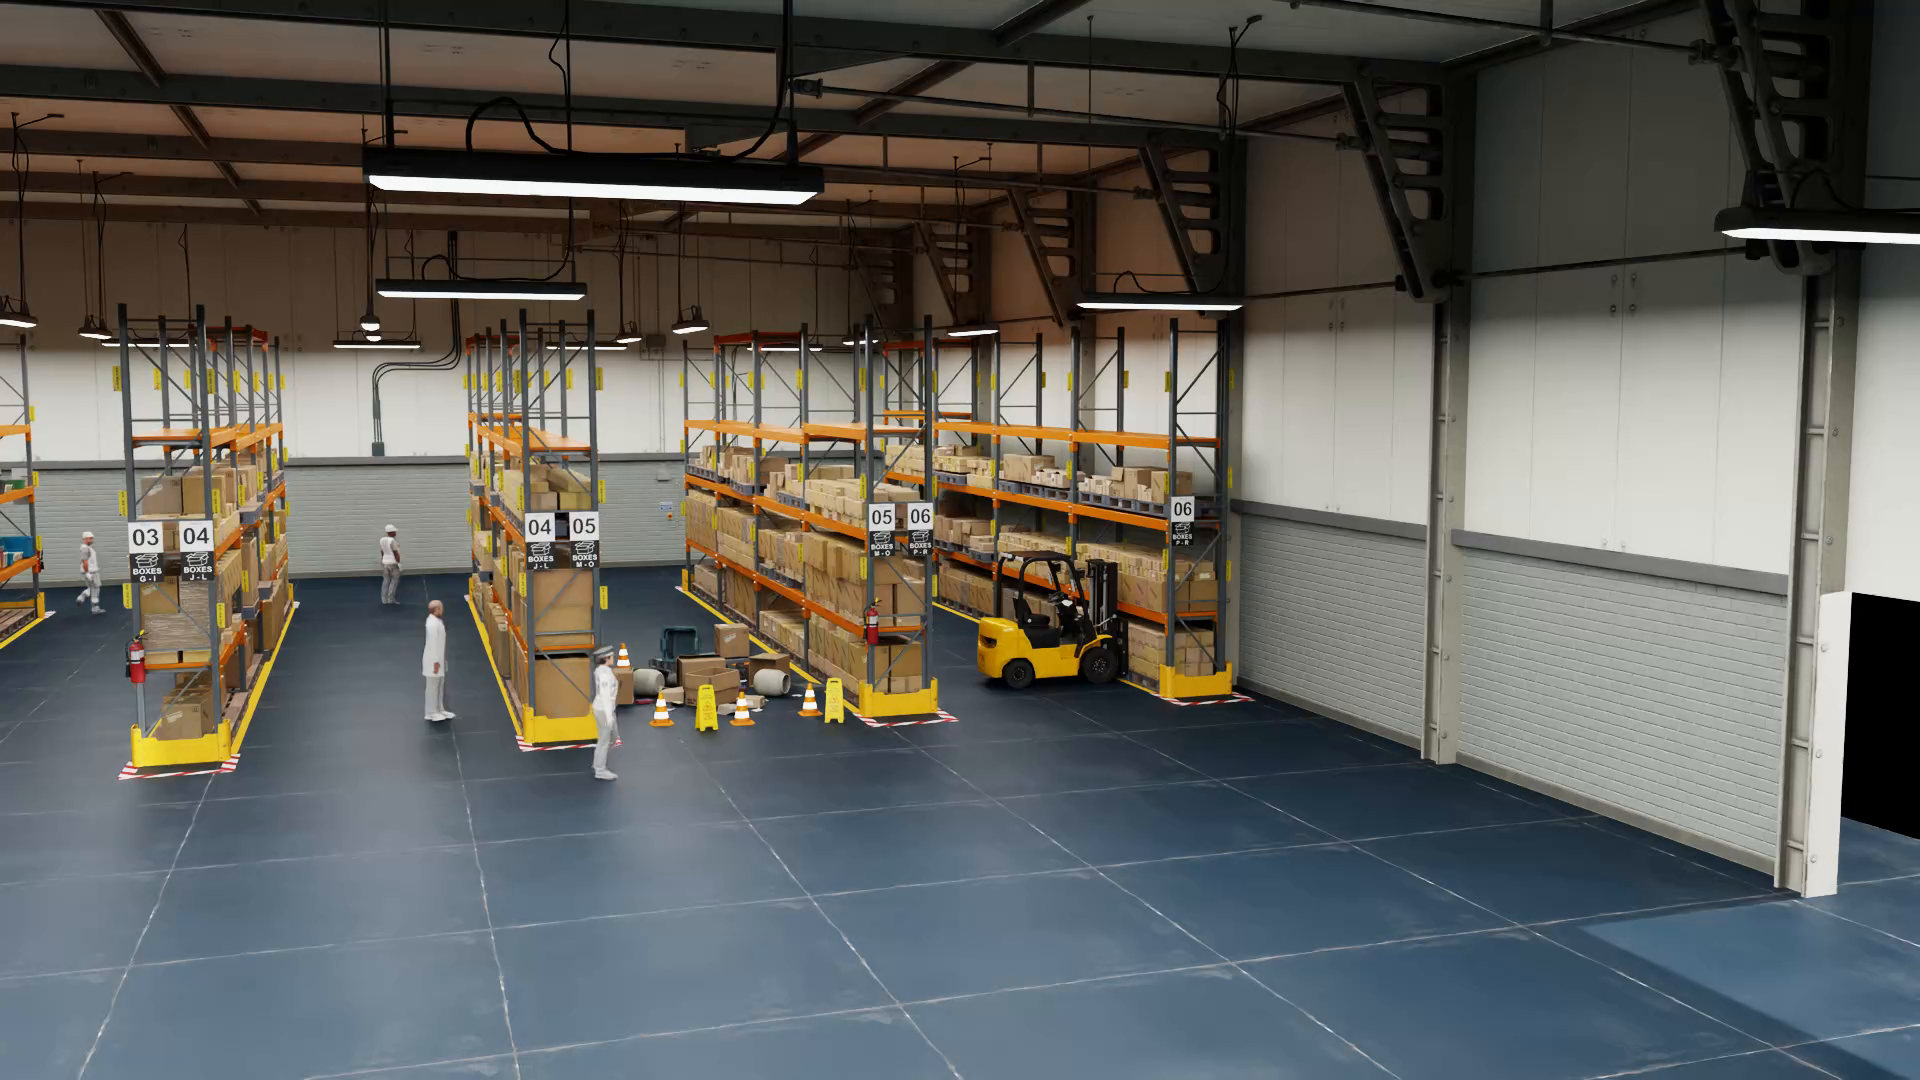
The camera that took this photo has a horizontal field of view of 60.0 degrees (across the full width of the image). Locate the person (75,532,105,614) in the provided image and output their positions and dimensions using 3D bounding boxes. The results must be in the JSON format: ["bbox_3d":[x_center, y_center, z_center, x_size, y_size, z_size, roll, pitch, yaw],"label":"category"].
[{"bbox_3d":[-18.735,0.709,35.740,0.487,1.782,0.606,3,6,30],"label":"person"}]

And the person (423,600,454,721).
[{"bbox_3d":[-7.751,1.779,24.606,0.398,1.794,0.598,-1,5,-7],"label":"person"}]

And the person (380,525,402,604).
[{"bbox_3d":[-12.855,0.561,37.548,0.674,1.821,0.380,4,7,36],"label":"person"}]

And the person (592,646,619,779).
[{"bbox_3d":[-4.479,2.197,21.016,0.334,1.693,0.563,-1,6,-12],"label":"person"}]
